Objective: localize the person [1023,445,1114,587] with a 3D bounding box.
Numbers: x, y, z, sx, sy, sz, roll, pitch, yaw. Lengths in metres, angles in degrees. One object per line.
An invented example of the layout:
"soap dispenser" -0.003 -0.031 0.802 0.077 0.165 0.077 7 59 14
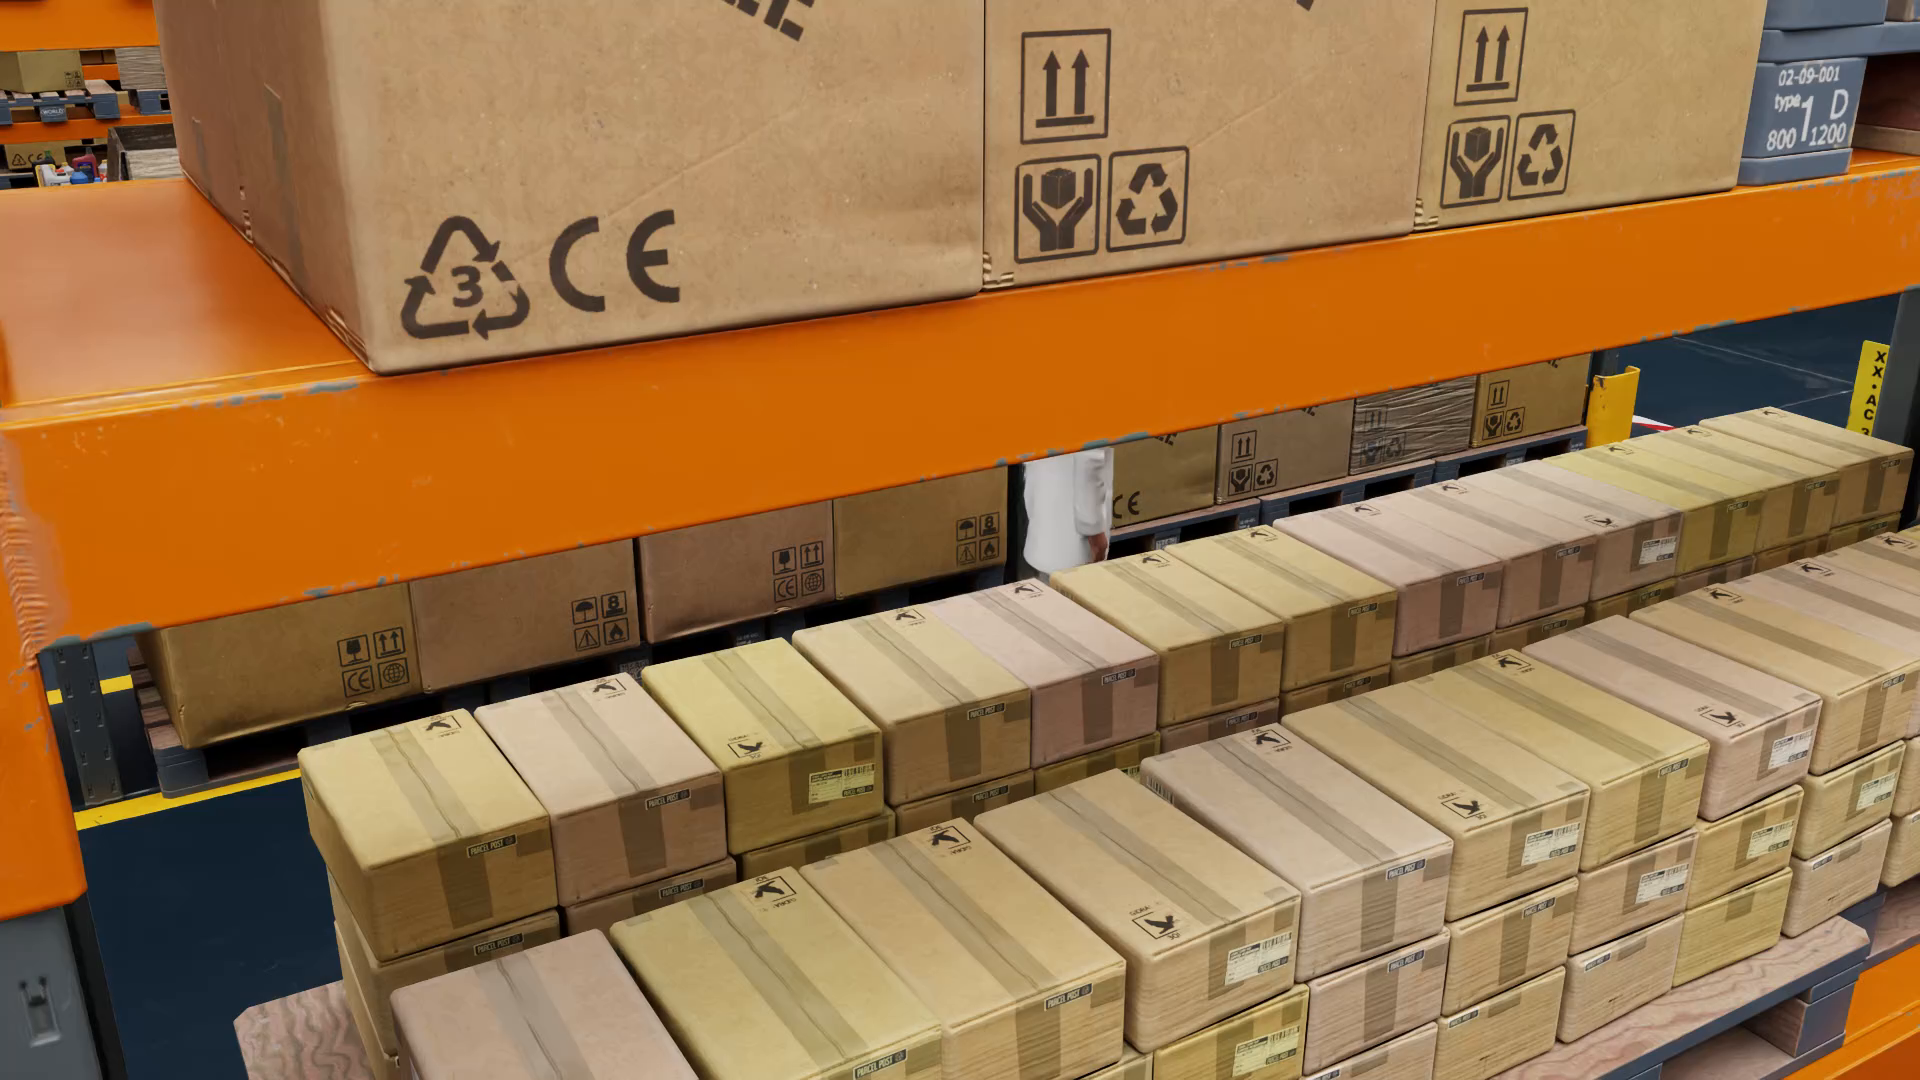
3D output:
"person" 0.401 -0.133 6.386 0.520 1.770 0.628 -7 22 -16
